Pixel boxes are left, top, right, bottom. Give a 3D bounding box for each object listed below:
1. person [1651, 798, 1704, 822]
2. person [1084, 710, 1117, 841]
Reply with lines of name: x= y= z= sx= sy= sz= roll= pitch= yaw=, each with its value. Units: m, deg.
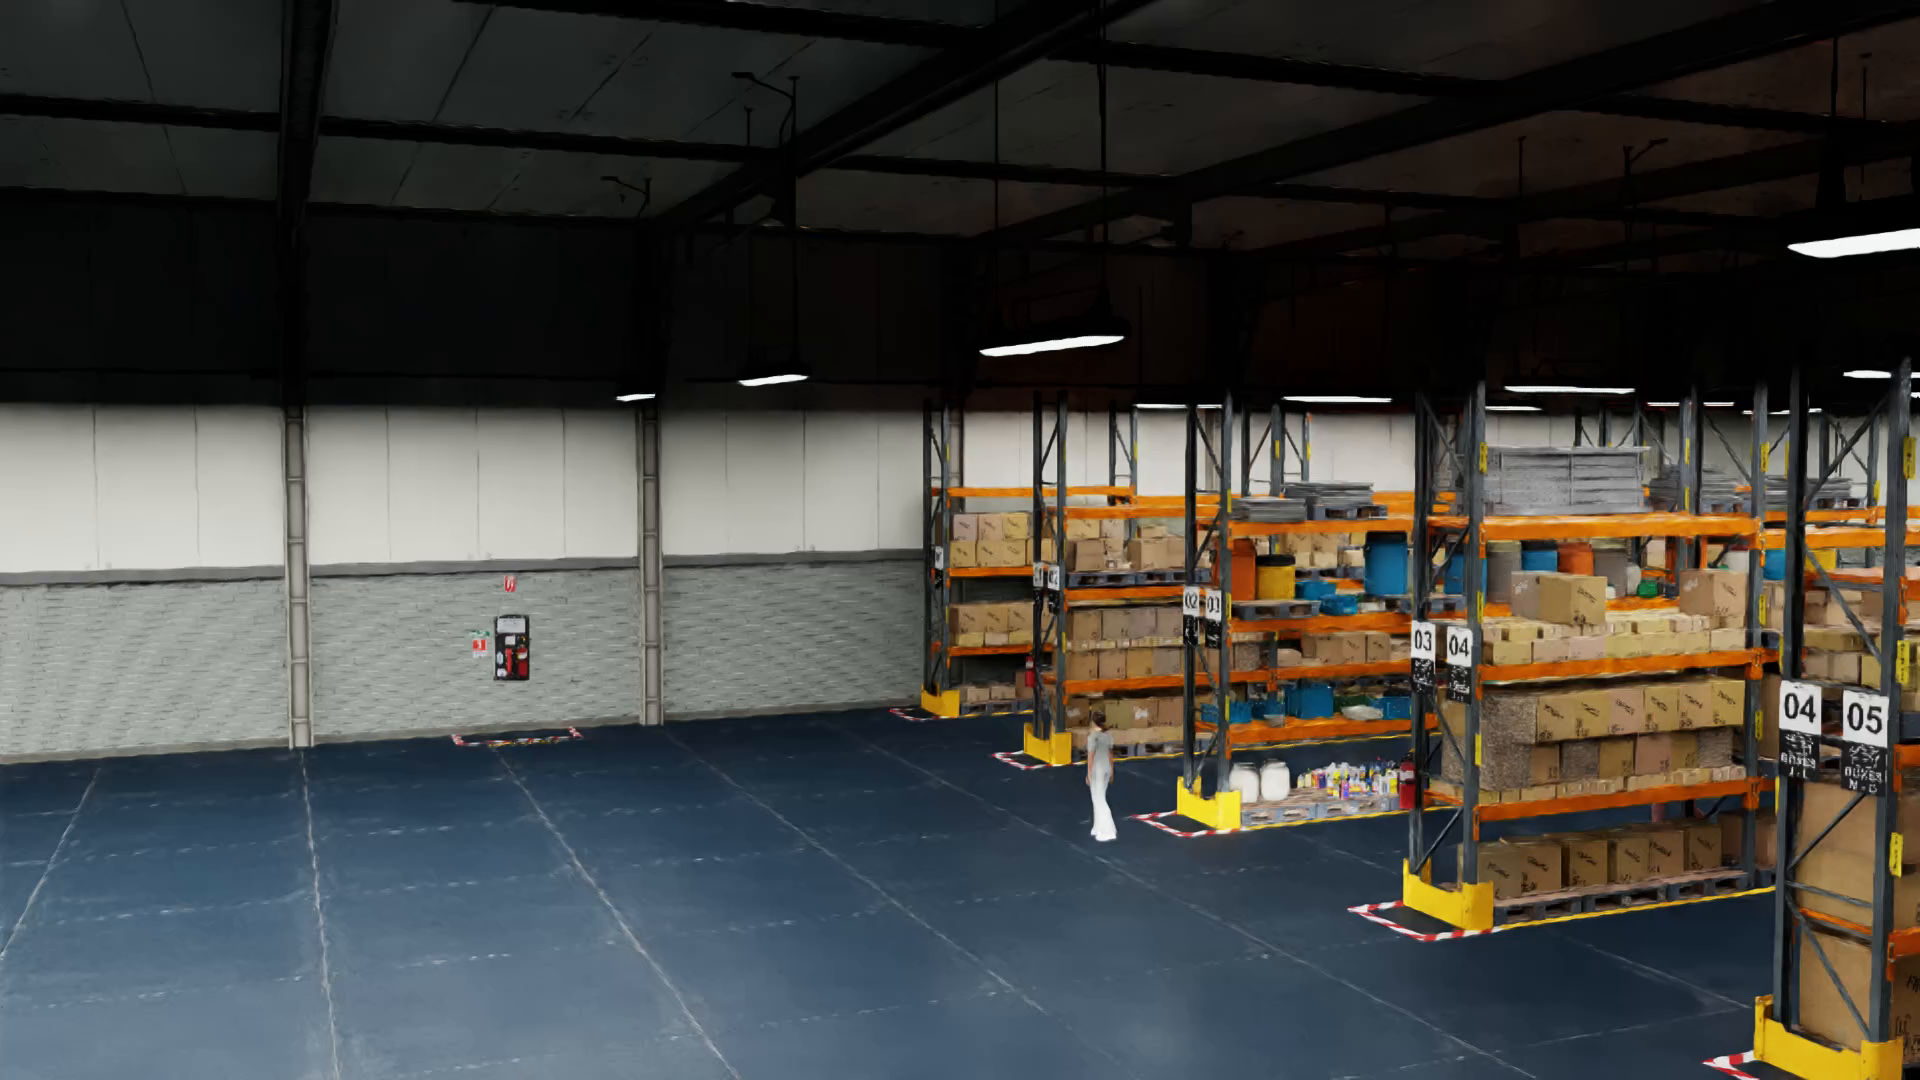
person: x=9.237 y=3.093 z=21.325 sx=0.915 sy=1.620 sz=0.466 roll=0 pitch=3 yaw=-7
person: x=1.853 y=3.063 z=21.708 sx=0.537 sy=1.665 sz=0.566 roll=3 pitch=4 yaw=41
